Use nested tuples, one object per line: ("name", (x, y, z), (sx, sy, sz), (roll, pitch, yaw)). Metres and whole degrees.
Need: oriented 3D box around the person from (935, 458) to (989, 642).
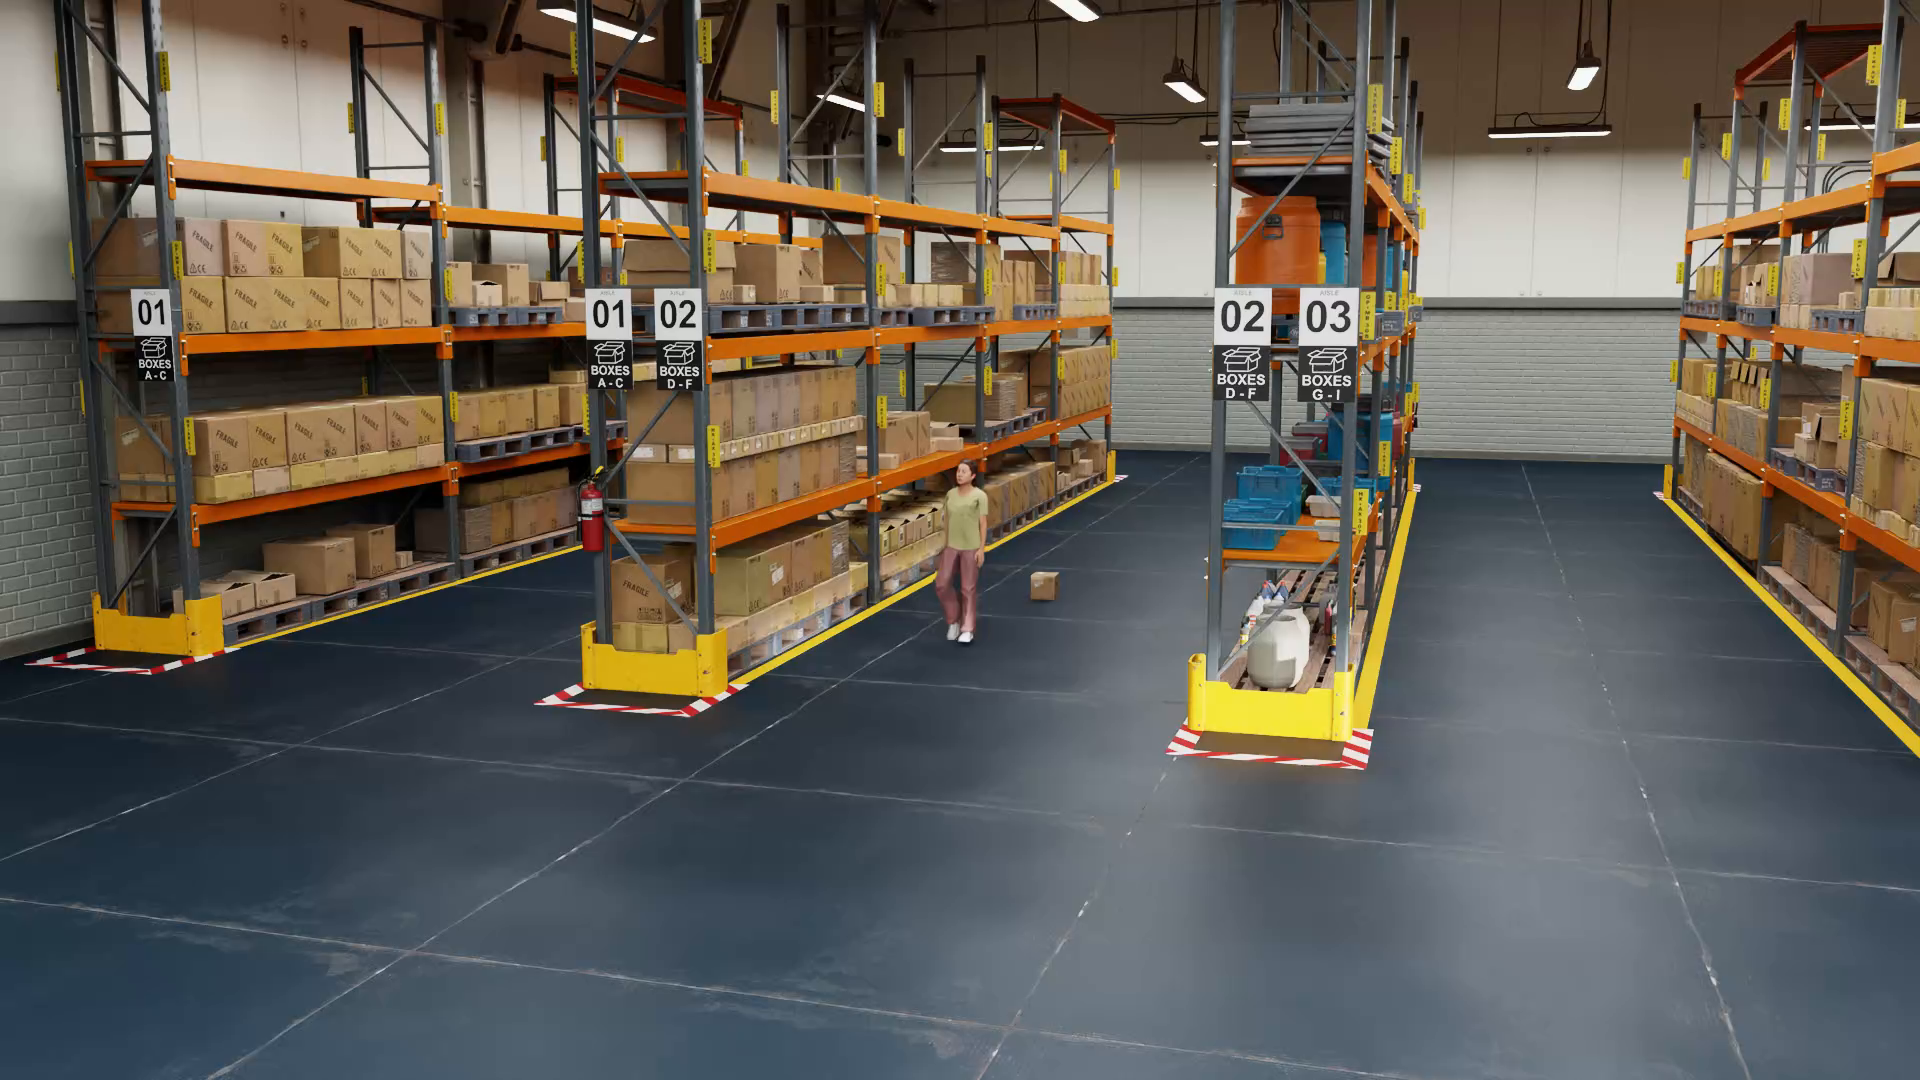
("person", (0.023, 0.101, 15.044), (0.448, 1.676, 0.467), (3, 9, 21))
